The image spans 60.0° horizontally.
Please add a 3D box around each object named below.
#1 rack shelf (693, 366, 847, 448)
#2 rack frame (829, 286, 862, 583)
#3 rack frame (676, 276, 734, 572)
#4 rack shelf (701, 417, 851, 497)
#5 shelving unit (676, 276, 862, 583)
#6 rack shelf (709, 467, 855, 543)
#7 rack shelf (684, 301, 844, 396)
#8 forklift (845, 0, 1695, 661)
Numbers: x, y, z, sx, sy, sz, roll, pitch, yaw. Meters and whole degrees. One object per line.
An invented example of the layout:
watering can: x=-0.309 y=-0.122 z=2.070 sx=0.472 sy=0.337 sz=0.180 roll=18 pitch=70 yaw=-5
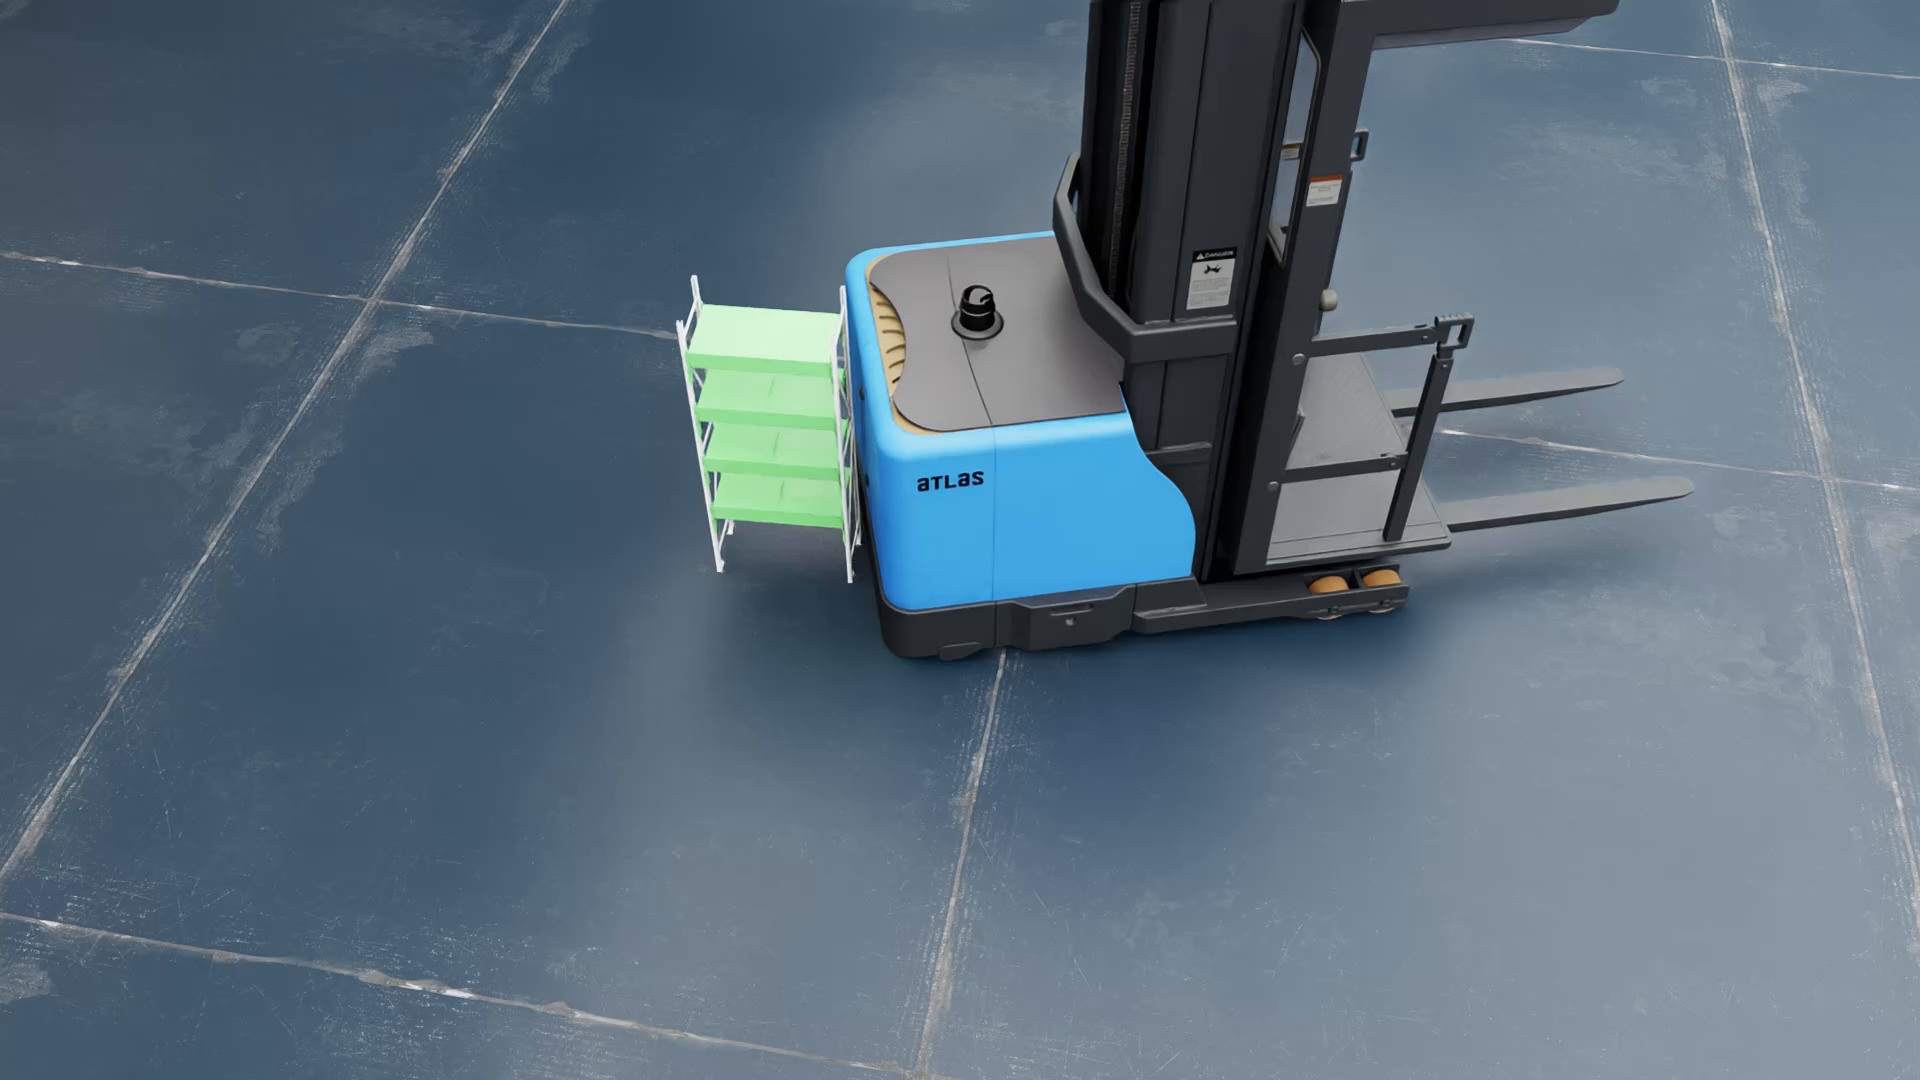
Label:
rack shelf: x=-0.633 y=-0.468 z=5.627 sx=0.480 sy=0.148 sz=0.258 roll=5 pitch=48 yaw=4
rack frame: x=-0.391 y=-0.331 z=5.741 sx=0.015 sy=1.200 sz=0.240 roll=5 pitch=48 yaw=4
rack frame: x=-0.876 y=-0.370 z=5.776 sx=0.015 sy=1.200 sz=0.240 roll=5 pitch=48 yaw=4
rack shelf: x=-0.633 y=-0.308 z=5.806 sx=0.480 sy=0.148 sz=0.258 roll=5 pitch=48 yaw=4
shelving unit: x=-0.633 y=-0.351 z=5.758 sx=0.503 sy=1.200 sz=0.258 roll=5 pitch=48 yaw=4
rack shelf: x=-0.633 y=-0.148 z=5.984 sx=0.480 sy=0.148 sz=0.258 roll=5 pitch=48 yaw=4
rack shelf: x=-0.633 y=-0.629 z=5.449 sx=0.480 sy=0.148 sz=0.258 roll=5 pitch=48 yaw=4
forklift: x=1.157 y=-1.077 z=5.247 sx=3.031 sy=2.935 sz=1.130 roll=-7 pitch=48 yaw=-6
